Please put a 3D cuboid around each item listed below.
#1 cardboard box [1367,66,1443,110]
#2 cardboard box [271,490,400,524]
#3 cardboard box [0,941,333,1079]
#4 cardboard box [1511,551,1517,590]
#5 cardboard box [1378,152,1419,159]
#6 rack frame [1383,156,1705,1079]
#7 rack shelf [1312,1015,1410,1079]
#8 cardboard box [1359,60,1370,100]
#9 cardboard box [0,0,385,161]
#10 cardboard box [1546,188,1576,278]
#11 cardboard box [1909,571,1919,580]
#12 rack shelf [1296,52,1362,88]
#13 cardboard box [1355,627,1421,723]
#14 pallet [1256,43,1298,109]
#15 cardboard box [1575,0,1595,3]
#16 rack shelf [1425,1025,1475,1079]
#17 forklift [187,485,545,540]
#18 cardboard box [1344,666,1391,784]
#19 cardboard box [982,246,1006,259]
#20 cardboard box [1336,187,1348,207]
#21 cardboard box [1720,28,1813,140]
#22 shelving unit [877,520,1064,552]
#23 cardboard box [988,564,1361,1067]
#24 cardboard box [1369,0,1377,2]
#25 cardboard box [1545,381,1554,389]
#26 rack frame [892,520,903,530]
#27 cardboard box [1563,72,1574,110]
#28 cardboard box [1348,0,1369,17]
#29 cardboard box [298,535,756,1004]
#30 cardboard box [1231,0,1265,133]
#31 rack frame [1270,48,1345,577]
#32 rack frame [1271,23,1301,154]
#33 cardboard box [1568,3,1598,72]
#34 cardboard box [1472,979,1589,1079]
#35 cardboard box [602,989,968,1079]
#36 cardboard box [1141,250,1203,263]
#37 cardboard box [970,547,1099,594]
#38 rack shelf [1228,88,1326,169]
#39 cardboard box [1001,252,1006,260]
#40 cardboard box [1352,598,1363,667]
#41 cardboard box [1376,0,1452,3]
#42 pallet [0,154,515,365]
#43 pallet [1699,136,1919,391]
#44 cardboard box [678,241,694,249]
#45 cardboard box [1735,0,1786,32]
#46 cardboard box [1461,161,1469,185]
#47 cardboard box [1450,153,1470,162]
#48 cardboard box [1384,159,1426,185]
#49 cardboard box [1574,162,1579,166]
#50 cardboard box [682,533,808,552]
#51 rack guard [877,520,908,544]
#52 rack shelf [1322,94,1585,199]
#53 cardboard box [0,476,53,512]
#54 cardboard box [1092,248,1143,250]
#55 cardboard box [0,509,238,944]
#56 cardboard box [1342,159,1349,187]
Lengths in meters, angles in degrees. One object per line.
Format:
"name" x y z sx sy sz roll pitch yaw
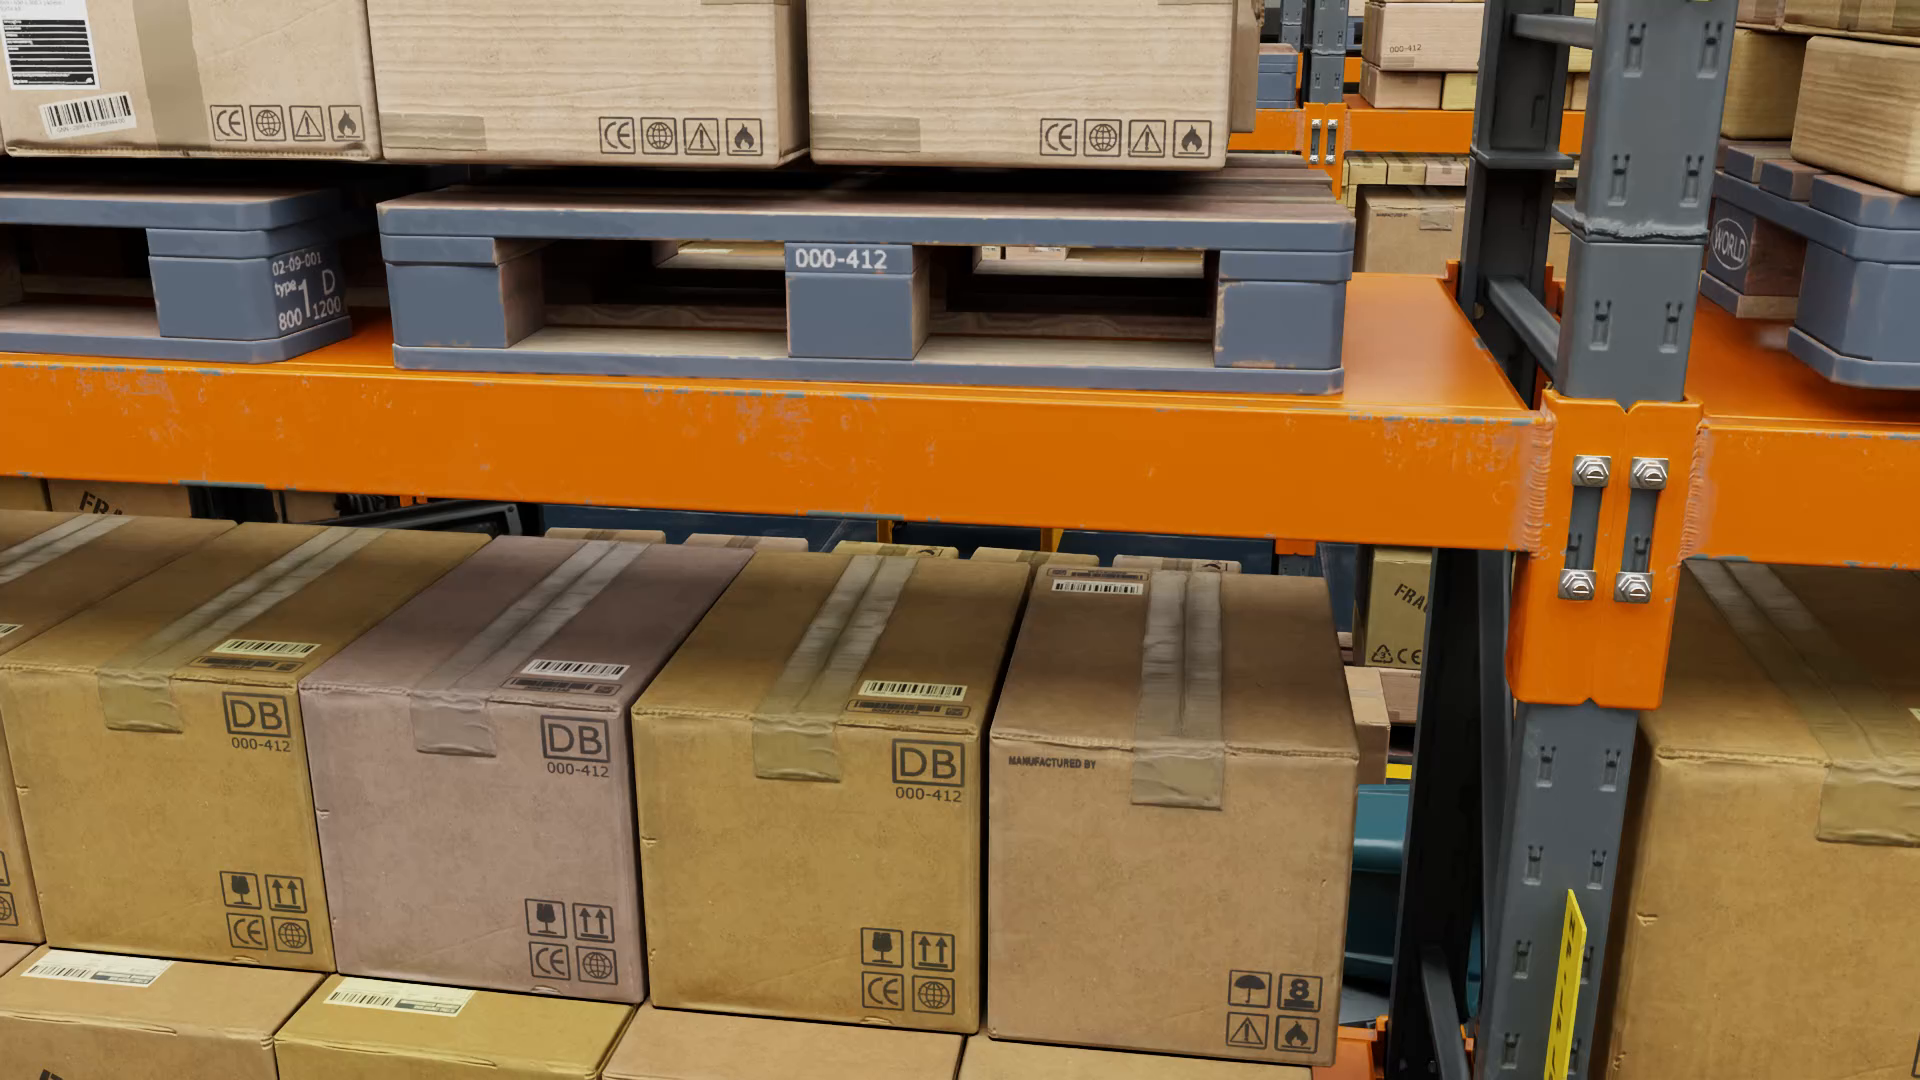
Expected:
"cardboard box" 1.785 -1.823 6.692 0.250 0.149 0.380 3 19 8
"cardboard box" -3.105 -0.067 8.461 0.875 0.875 0.875 3 19 8
"cardboard box" -1.229 0.877 2.796 0.500 0.500 0.500 3 19 8
"cardboard box" 2.583 0.274 7.247 0.500 0.500 0.500 4 19 11
"cardboard box" 3.165 -2.708 12.021 0.250 0.149 0.380 3 19 8
"rack frame" 0.828 0.943 2.757 0.127 3.000 1.000 3 19 9
"rack shelf" -1.147 1.184 3.172 4.000 0.370 1.077 3 19 9
"cardboard box" 1.874 -1.996 7.210 0.250 0.149 0.380 3 19 9
"cardboard box" -0.938 -0.703 2.271 0.500 0.311 0.500 2 19 7
"cardboard box" 2.414 -1.153 6.819 0.500 0.500 0.700 3 19 9
"cardboard box" 1.748 0.380 2.501 0.550 0.550 0.875 3 19 9
"rack shelf" 4.272 -3.149 11.393 4.000 0.370 1.077 3 19 9
"cardboard box" 2.053 0.606 7.435 0.500 0.250 0.500 2 19 6
"pallet" 0.921 -2.011 7.154 1.003 0.211 1.213 3 19 9
"cardboard box" 2.293 -2.156 6.432 0.250 0.149 0.380 2 19 7
"rack shelf" 2.803 1.385 2.571 4.000 0.370 1.077 3 19 9
"forklift" -1.768 0.135 5.280 1.130 2.935 3.031 -12 22 -31
"cardboard box" 1.261 0.773 6.013 0.500 0.500 0.500 3 19 9
"cardboard box" 0.065 -1.298 7.143 0.250 0.149 0.380 2 19 6
"cardboard box" 2.570 -2.425 11.643 0.250 0.149 0.380 3 19 8
"cardboard box" 1.238 -0.689 2.483 0.250 0.149 0.380 3 19 8
"shelving unit" 0.075 -0.707 10.054 1.083 1.500 0.587 3 19 9
"cardboard box" 0.337 0.398 2.652 0.500 0.500 0.700 3 19 8
"cardboard box" 1.861 -2.347 7.002 0.250 0.149 0.380 3 19 10
"cardboard box" 2.403 -0.674 6.963 0.500 0.500 0.500 3 19 8
"rack frame" -0.418 -0.733 10.129 0.032 1.500 0.500 3 19 9
"cardboard box" 2.294 -1.815 6.669 0.250 0.149 0.380 3 19 9
"cardboard box" 2.692 -3.600 11.185 0.250 0.149 0.380 3 19 10
"cardboard box" -0.670 0.347 2.804 0.500 0.500 0.700 3 19 9
"cardboard box" 0.271 -0.771 2.545 0.396 0.266 0.258 3 19 8
"rack frame" 1.513 -0.613 7.407 0.127 3.000 1.000 3 19 9
"rack frame" 2.297 -2.168 12.056 0.127 3.000 1.000 3 19 9
"cardboard box" 2.415 -1.974 6.517 0.500 0.250 0.500 3 19 8
"cardboard box" 1.194 0.887 2.689 0.550 0.550 0.875 3 19 9
"cardboard box" -0.229 0.928 2.646 0.500 0.500 0.500 3 19 8
"cardboard box" 1.021 -0.952 7.132 0.500 0.500 0.500 3 19 8
"cardboard box" 0.285 0.373 7.939 0.625 0.372 0.950 4 19 12
"rack shelf" -0.461 -1.795 7.346 4.000 0.370 1.077 3 19 9
"cardboard box" 0.022 -1.004 7.289 0.500 0.500 0.500 4 19 11
"cardboard box" 2.140 0.437 7.940 0.500 0.250 0.500 4 19 11
"cardboard box" 1.772 -2.176 6.492 0.250 0.149 0.380 3 19 8
"pallet" -1.373 -0.520 2.700 1.213 0.211 1.003 4 19 11
"pallet" 1.634 -0.393 2.163 1.213 0.211 1.003 3 19 9
"cardboard box" -1.513 -1.083 7.523 0.500 0.500 0.500 4 19 11
"cardboard box" 1.355 -0.852 2.342 0.500 0.250 0.500 3 19 8
"cardboard box" 3.589 -2.511 11.430 0.250 0.149 0.380 3 19 8
"cardboard box" 3.675 -2.696 11.984 0.250 0.149 0.380 3 19 8
"cardboard box" 3.090 -2.560 11.579 0.250 0.149 0.380 3 19 8
"cardboard box" 4.344 -2.490 11.370 0.250 0.149 0.380 3 19 9
"cardboard box" -1.150 0.299 8.162 0.625 0.372 0.950 3 19 8
"rack guard" -0.416 -0.140 10.327 0.087 0.250 0.587 3 19 9
"rack shelf" 3.488 -1.594 6.745 4.000 0.370 1.077 3 19 9
"cardboard box" -4.868 -0.158 8.734 0.875 0.875 0.875 3 19 10
"cardboard box" 0.601 -1.139 7.692 0.500 0.500 0.500 3 19 9
"cardboard box" -1.673 0.296 2.958 0.500 0.500 0.700 3 19 8
"cardboard box" 2.565 -2.555 11.564 0.250 0.149 0.380 3 19 10
